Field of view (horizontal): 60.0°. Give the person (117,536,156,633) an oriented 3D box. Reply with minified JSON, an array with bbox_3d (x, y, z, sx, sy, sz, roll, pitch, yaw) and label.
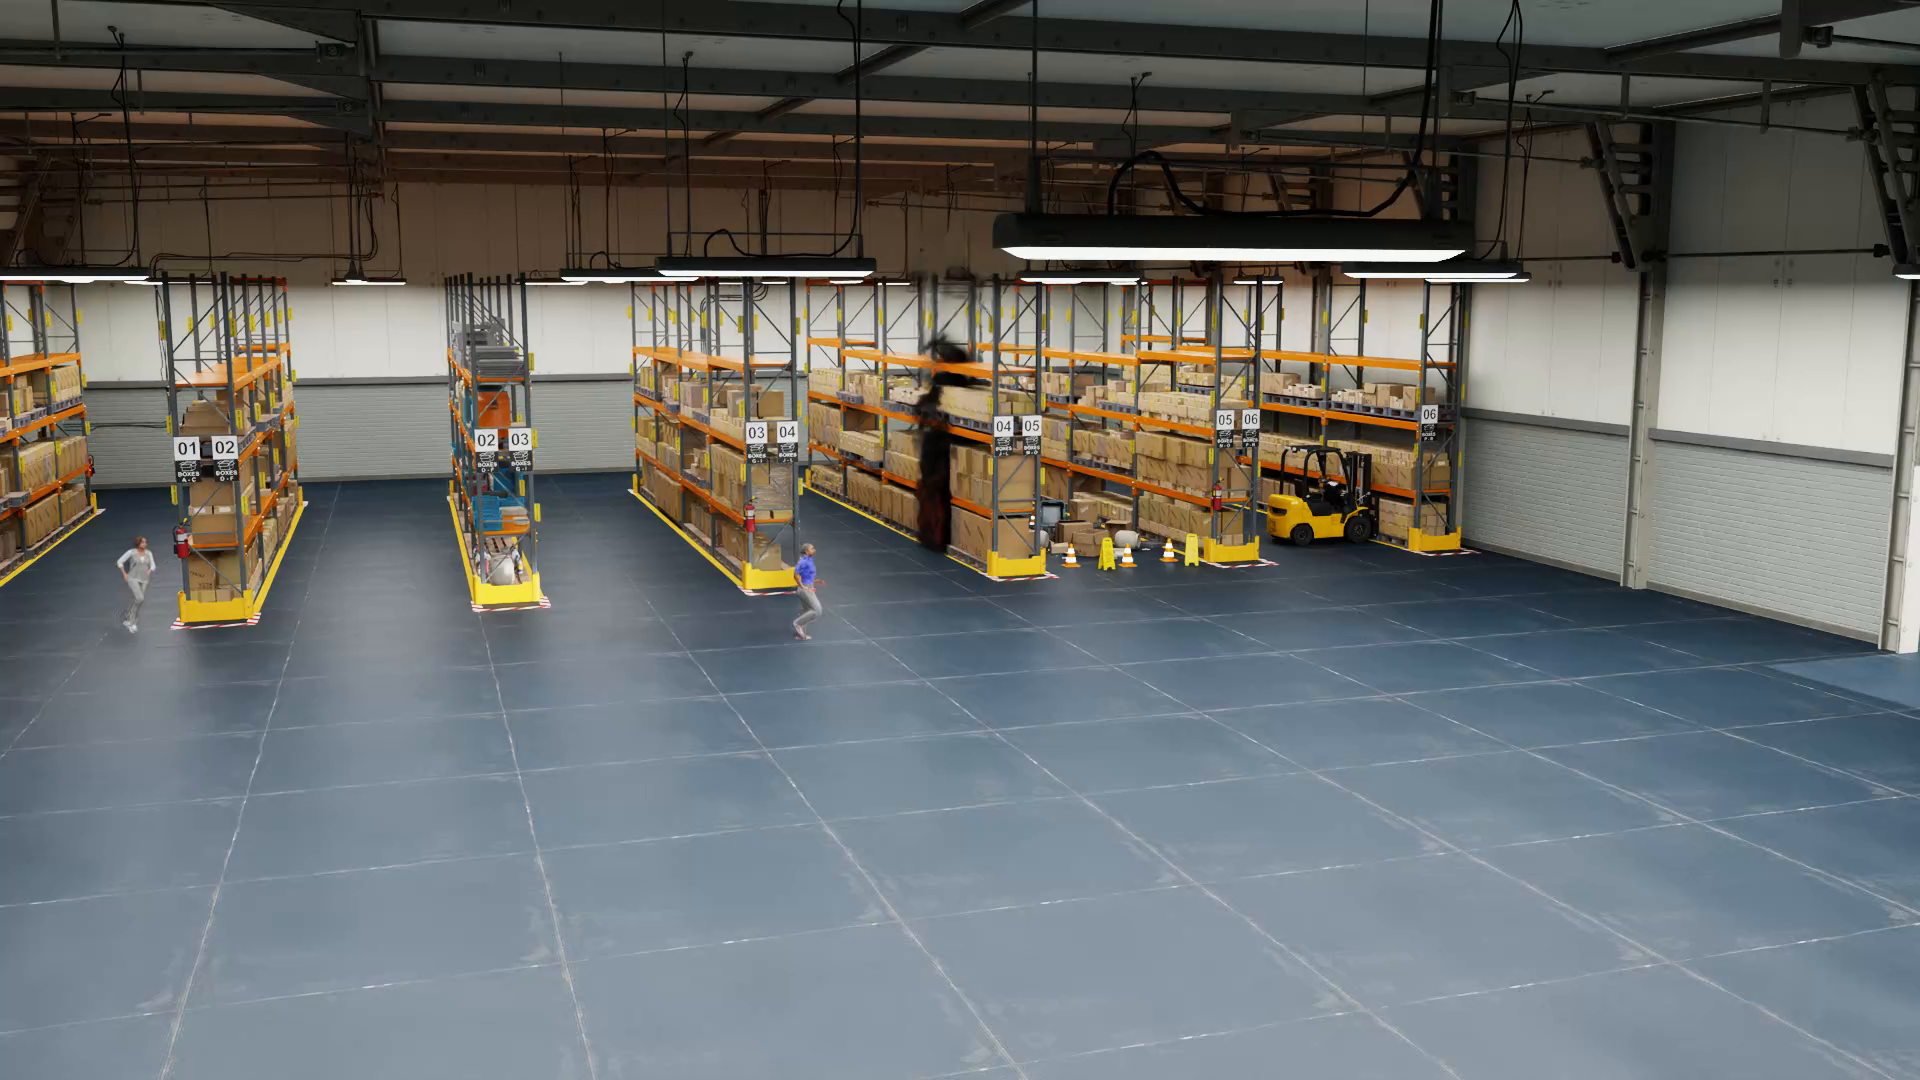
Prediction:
[{"bbox_3d":[-13.868,0.737,28.062,0.640,1.611,0.554,5,10,32],"label":"person"}]

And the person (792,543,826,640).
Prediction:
[{"bbox_3d":[-2.475,0.837,27.262,0.555,1.604,0.515,0,9,3],"label":"person"}]

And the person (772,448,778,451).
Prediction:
[{"bbox_3d":[-5.419,-2.490,48.925,0.744,1.686,0.588,6,10,33],"label":"person"}]
